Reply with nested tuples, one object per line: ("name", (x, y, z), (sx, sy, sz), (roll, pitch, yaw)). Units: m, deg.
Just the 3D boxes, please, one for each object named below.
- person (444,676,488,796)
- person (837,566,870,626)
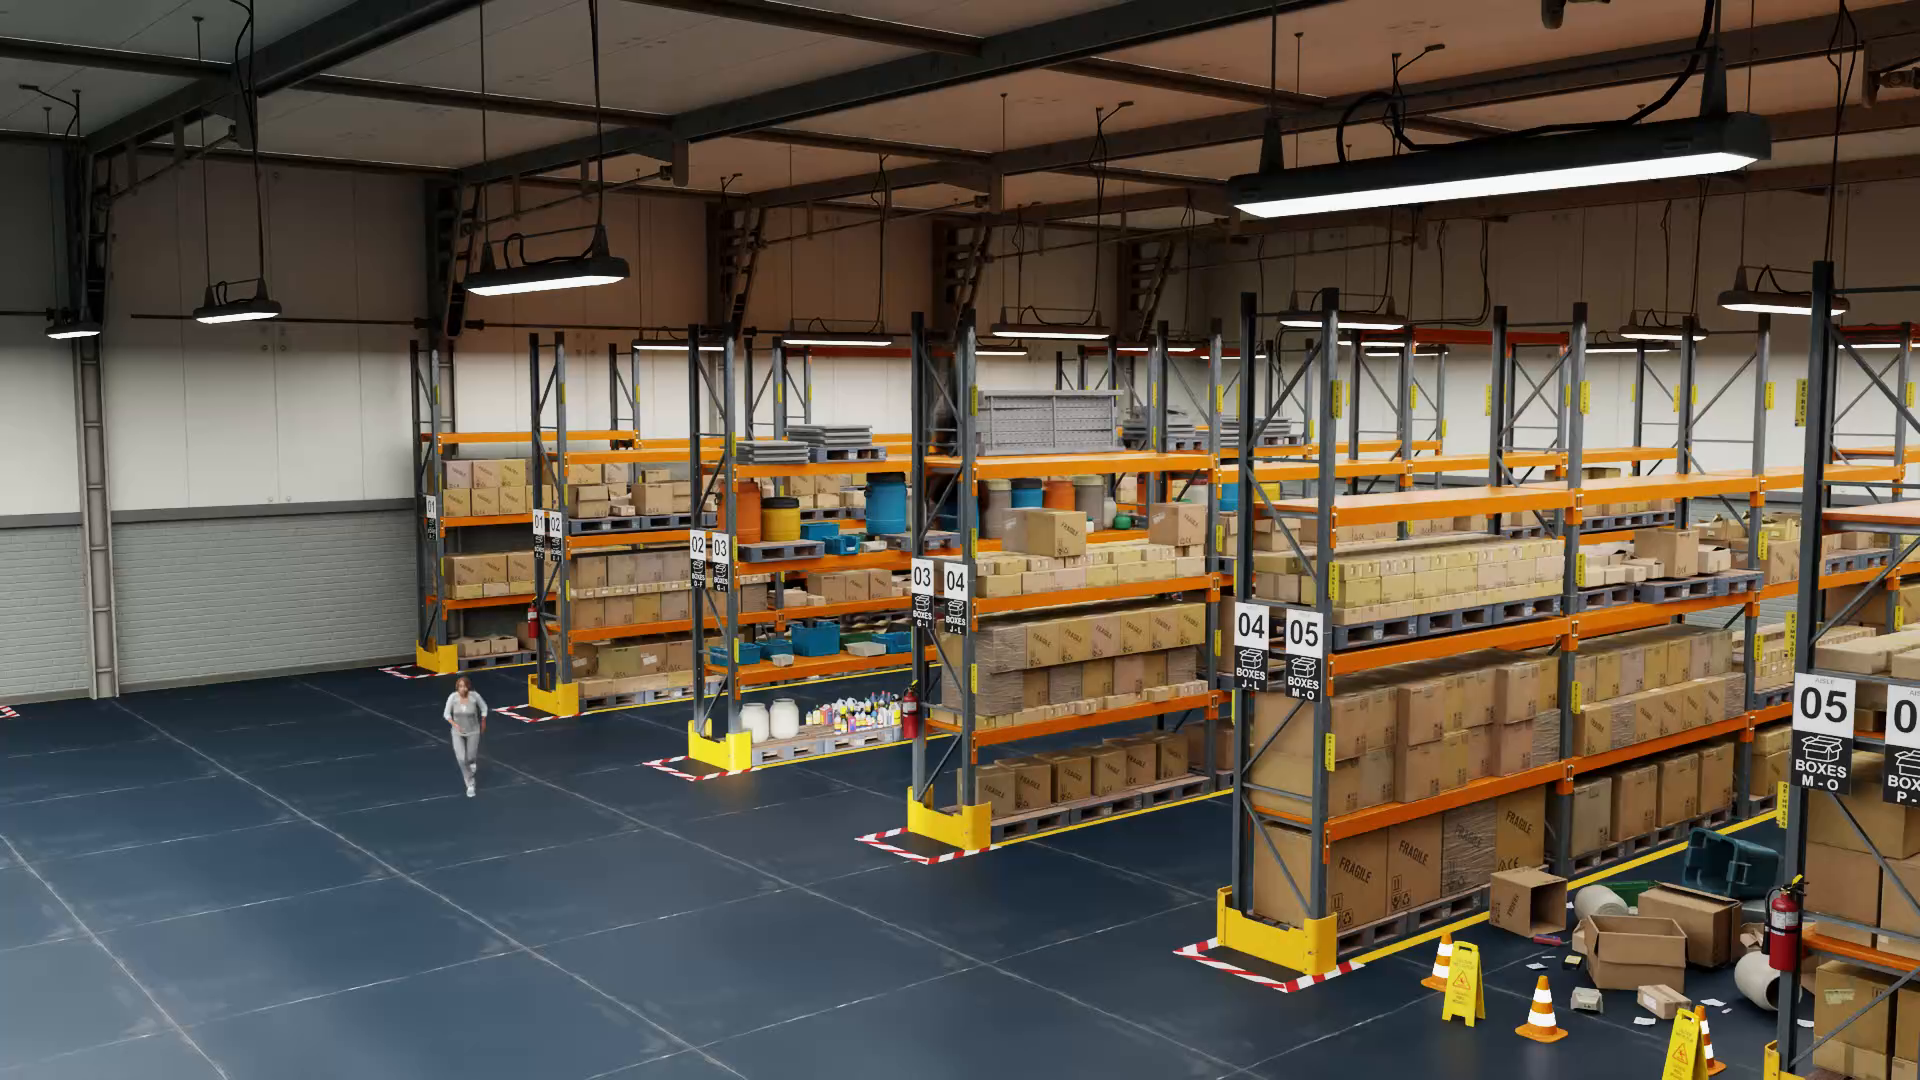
("person", (-6.259, 2.463, 21.087), (0.521, 1.543, 0.681), (-1, 5, -9))
("person", (-2.181, 1.237, 33.652), (0.810, 1.673, 0.636), (-5, 7, -42))
